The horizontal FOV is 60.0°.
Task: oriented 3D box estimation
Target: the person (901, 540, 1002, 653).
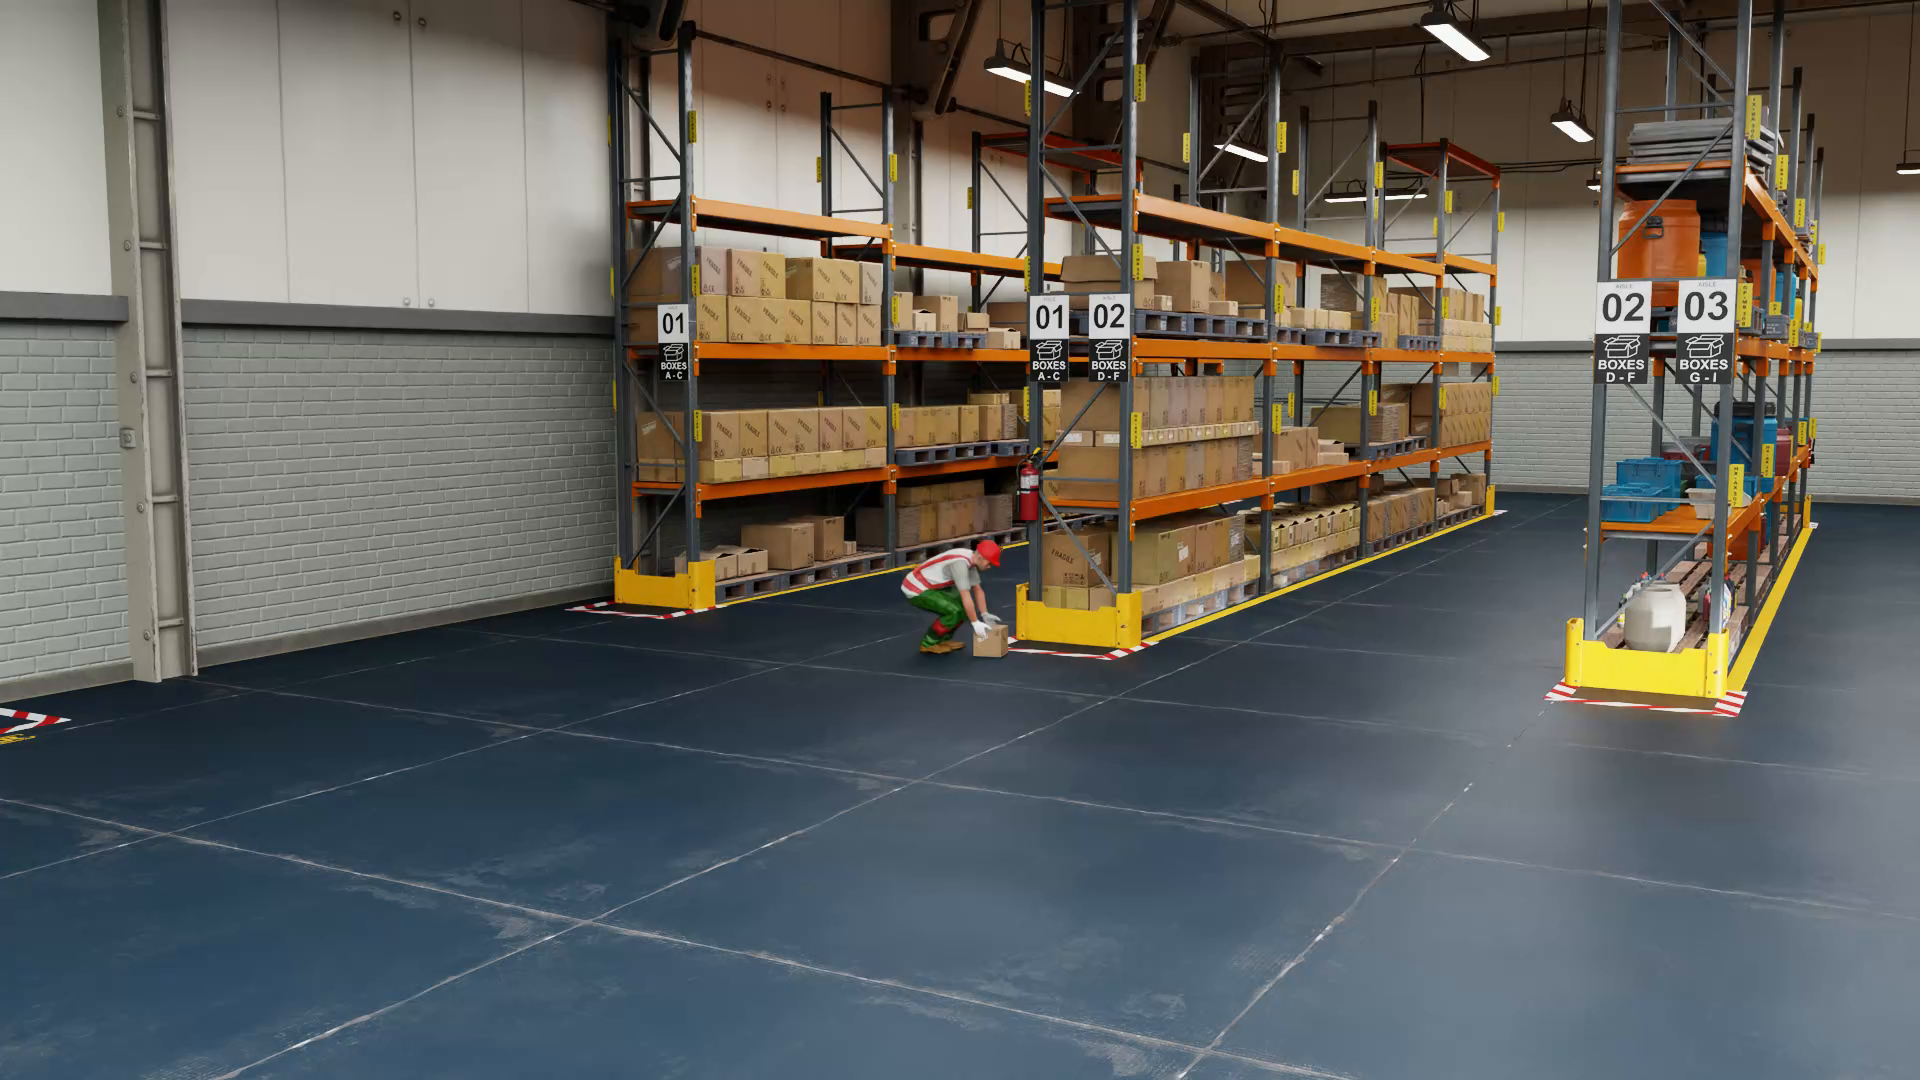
[{"bbox_3d":[-0.072,0.496,14.938,0.880,1.015,0.567,2,6,16],"label":"person"}]
